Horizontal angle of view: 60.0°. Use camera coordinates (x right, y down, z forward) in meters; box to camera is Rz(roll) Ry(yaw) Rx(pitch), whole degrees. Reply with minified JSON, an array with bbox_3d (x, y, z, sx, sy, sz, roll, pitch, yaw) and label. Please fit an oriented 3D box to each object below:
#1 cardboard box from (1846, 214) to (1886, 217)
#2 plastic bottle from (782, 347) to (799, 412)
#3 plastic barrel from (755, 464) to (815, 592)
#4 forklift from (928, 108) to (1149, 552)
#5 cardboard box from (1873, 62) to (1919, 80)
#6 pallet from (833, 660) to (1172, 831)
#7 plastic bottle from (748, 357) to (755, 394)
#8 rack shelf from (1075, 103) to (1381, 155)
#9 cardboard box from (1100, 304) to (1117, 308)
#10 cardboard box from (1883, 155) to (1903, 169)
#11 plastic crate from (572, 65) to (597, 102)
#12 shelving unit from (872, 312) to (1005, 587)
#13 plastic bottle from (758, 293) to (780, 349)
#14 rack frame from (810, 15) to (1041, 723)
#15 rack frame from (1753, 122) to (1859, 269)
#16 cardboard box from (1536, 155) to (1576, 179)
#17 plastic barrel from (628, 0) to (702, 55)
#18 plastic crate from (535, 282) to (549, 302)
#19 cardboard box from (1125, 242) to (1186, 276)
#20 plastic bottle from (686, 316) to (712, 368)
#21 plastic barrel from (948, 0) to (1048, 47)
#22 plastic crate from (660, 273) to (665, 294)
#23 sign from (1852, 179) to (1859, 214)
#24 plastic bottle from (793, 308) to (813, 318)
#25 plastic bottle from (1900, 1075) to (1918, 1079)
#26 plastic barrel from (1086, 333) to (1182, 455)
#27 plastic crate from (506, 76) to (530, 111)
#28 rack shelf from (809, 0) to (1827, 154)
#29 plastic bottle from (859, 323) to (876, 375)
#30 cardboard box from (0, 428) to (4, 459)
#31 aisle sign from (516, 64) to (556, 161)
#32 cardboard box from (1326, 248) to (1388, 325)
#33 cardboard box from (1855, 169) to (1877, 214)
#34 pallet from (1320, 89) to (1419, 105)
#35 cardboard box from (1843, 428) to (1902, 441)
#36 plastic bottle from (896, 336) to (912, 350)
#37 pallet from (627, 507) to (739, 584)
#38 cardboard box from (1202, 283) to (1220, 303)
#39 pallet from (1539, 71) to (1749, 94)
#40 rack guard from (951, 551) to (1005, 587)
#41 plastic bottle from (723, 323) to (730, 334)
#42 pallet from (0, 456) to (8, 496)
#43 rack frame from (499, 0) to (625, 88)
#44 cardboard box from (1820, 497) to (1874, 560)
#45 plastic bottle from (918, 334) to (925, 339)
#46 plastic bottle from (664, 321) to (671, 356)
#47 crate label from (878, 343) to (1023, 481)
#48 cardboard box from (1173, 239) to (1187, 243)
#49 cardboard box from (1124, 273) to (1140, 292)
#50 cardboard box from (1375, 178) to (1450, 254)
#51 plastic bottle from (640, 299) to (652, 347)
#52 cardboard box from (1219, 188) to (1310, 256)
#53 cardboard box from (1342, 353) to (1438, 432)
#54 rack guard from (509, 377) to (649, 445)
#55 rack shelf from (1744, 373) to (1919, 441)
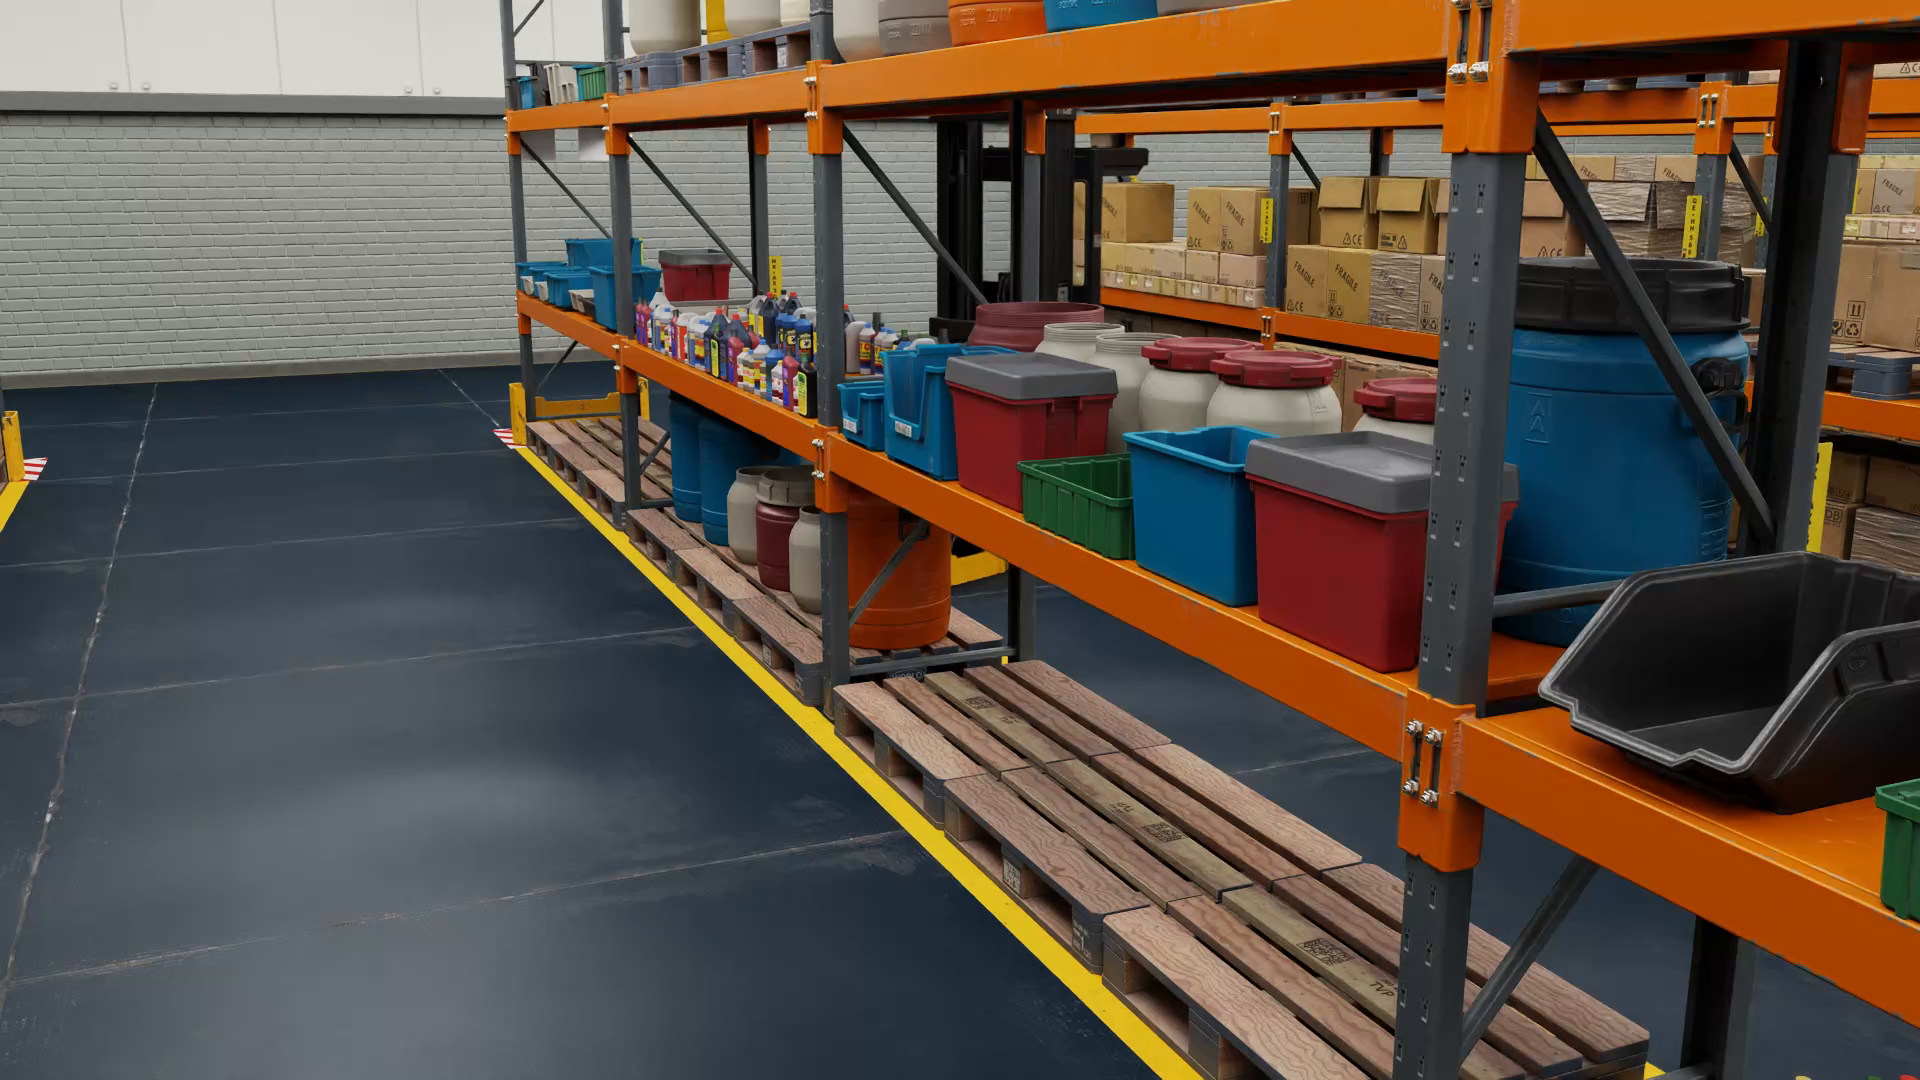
[{"bbox_3d":[7.729,-2.715,14.256,0.380,0.149,0.250,-5,14,-20],"label":"cardboard box"},{"bbox_3d":[-0.777,-0.744,7.689,0.061,0.283,0.133,-6,14,-23],"label":"plastic bottle"},{"bbox_3d":[-0.796,-0.070,8.938,0.600,0.588,0.708,-6,14,-23],"label":"plastic barrel"},{"bbox_3d":[0.584,-1.624,11.388,1.130,2.935,3.031,9,16,33],"label":"forklift"},{"bbox_3d":[4.567,-2.317,7.910,0.500,0.250,0.500,-5,14,-22],"label":"cardboard box"},{"bbox_3d":[0.143,0.814,6.883,1.003,0.211,1.213,-6,14,-23],"label":"pallet"},{"bbox_3d":[-1.002,-0.830,8.243,0.097,0.201,0.097,0,13,0],"label":"plastic bottle"},{"bbox_3d":[2.003,-3.506,14.307,1.077,0.370,4.000,-6,14,-23],"label":"rack shelf"},{"bbox_3d":[1.531,-1.852,16.002,0.875,0.875,0.875,-6,14,-23],"label":"cardboard box"},{"bbox_3d":[10.615,-4.242,18.670,0.380,0.149,0.250,-5,14,-22],"label":"cardboard box"},{"bbox_3d":[-2.391,-3.073,11.215,0.416,0.233,0.300,-6,14,-23],"label":"plastic crate"},{"bbox_3d":[-0.313,-0.571,10.007,1.083,1.500,0.587,12,17,42],"label":"shelving unit"},{"bbox_3d":[-1.124,-1.299,9.937,0.144,0.351,0.185,-6,14,-23],"label":"plastic bottle"},{"bbox_3d":[-0.132,-0.708,7.275,1.000,3.000,0.127,-6,14,-23],"label":"rack frame"},{"bbox_3d":[7.389,-2.409,14.624,1.000,3.000,0.127,-6,14,-23],"label":"rack frame"},{"bbox_3d":[6.119,-3.586,16.612,0.500,0.500,0.500,-6,14,-24],"label":"cardboard box"},{"bbox_3d":[-1.753,-3.135,9.877,0.433,0.535,0.433,0,13,0],"label":"plastic barrel"},{"bbox_3d":[-3.215,-1.967,13.166,0.250,0.136,0.298,-6,14,-23],"label":"plastic crate"},{"bbox_3d":[1.773,-2.438,14.424,0.500,0.250,0.500,-6,14,-24],"label":"cardboard box"},{"bbox_3d":[-1.434,-1.104,9.264,0.152,0.276,0.135,-6,14,-23],"label":"plastic bottle"},{"bbox_3d":[0.260,-2.054,5.487,0.600,0.830,0.708,-6,14,-23],"label":"plastic barrel"},{"bbox_3d":[-2.177,-1.838,12.287,0.437,0.282,0.530,-6,14,-23],"label":"plastic crate"},{"bbox_3d":[7.896,-3.024,14.713,0.100,0.325,0.005,-6,14,-23],"label":"sign"},{"bbox_3d":[-0.932,-1.242,9.858,0.152,0.276,0.135,-6,14,-23],"label":"plastic bottle"},{"bbox_3d":[1.993,1.302,3.491,0.144,0.351,0.185,-6,14,-24],"label":"plastic bottle"},{"bbox_3d":[0.645,-0.482,6.052,0.421,0.512,0.421,0,13,0],"label":"plastic barrel"},{"bbox_3d":[-3.438,-3.653,13.641,0.497,0.269,0.590,-6,14,-23],"label":"plastic crate"},{"bbox_3d":[0.669,-1.405,5.233,1.077,0.370,4.000,-6,14,-23],"label":"rack shelf"},{"bbox_3d":[-0.493,-1.029,8.947,0.097,0.271,0.097,0,13,0],"label":"plastic bottle"},{"bbox_3d":[-7.433,-0.820,12.330,0.500,0.500,0.500,-6,14,-23],"label":"cardboard box"},{"bbox_3d":[-3.637,-3.615,14.072,0.394,0.787,0.004,-6,14,-23],"label":"aisle sign"},{"bbox_3d":[2.961,-1.809,11.811,0.500,0.500,0.500,-6,14,-23],"label":"cardboard box"},{"bbox_3d":[10.427,-4.008,19.095,0.500,0.500,0.500,-6,14,-24],"label":"cardboard box"},{"bbox_3d":[3.217,-3.165,11.663,0.805,0.209,1.217,-6,14,-25],"label":"pallet"},{"bbox_3d":[7.656,-1.110,13.624,0.500,0.500,0.500,-5,14,-20],"label":"cardboard box"},{"bbox_3d":[-0.271,-0.880,8.306,0.097,0.271,0.097,0,13,0],"label":"plastic bottle"},{"bbox_3d":[-1.463,-0.012,10.455,1.003,0.211,1.213,-6,14,-23],"label":"pallet"},{"bbox_3d":[2.176,-1.999,13.410,0.380,0.149,0.250,-6,14,-24],"label":"cardboard box"},{"bbox_3d":[4.100,-2.653,9.445,1.213,0.211,1.003,-5,14,-20],"label":"pallet"},{"bbox_3d":[0.049,0.114,9.812,0.087,0.250,0.587,12,17,42],"label":"rack guard"},{"bbox_3d":[-1.214,-1.003,8.811,0.061,0.283,0.133,-6,14,-23],"label":"plastic bottle"},{"bbox_3d":[-7.526,-0.375,12.022,1.003,0.211,1.213,-6,14,-23],"label":"pallet"},{"bbox_3d":[-3.336,-5.283,13.740,1.000,3.000,0.127,-6,14,-23],"label":"rack frame"},{"bbox_3d":[4.693,-0.015,8.850,0.700,0.500,0.500,-6,15,-26],"label":"cardboard box"},{"bbox_3d":[-0.206,-0.897,8.351,0.061,0.283,0.133,-6,14,-23],"label":"plastic bottle"},{"bbox_3d":[-1.691,-1.185,9.779,0.097,0.201,0.097,0,13,0],"label":"plastic bottle"},{"bbox_3d":[0.018,-0.495,6.279,0.502,0.435,0.616,-6,14,-23],"label":"crate label"},{"bbox_3d":[2.046,-2.594,15.097,0.500,0.250,0.500,-6,14,-25],"label":"cardboard box"},{"bbox_3d":[1.659,-2.265,14.560,0.380,0.149,0.250,-6,14,-24],"label":"cardboard box"},{"bbox_3d":[3.332,-2.245,11.470,0.797,0.503,0.637,-5,14,-22],"label":"cardboard box"},{"bbox_3d":[-1.925,-1.335,10.246,0.061,0.283,0.133,-6,14,-23],"label":"plastic bottle"},{"bbox_3d":[2.375,-2.489,12.984,0.500,0.500,0.500,-5,14,-21],"label":"cardboard box"},{"bbox_3d":[3.437,-0.836,11.610,1.225,0.875,0.875,-6,14,-25],"label":"cardboard box"},{"bbox_3d":[-3.358,-1.146,14.715,1.175,0.500,0.348,-6,14,-23],"label":"rack guard"},{"bbox_3d":[5.208,-0.391,7.504,1.077,0.370,4.000,-6,14,-23],"label":"rack shelf"}]
